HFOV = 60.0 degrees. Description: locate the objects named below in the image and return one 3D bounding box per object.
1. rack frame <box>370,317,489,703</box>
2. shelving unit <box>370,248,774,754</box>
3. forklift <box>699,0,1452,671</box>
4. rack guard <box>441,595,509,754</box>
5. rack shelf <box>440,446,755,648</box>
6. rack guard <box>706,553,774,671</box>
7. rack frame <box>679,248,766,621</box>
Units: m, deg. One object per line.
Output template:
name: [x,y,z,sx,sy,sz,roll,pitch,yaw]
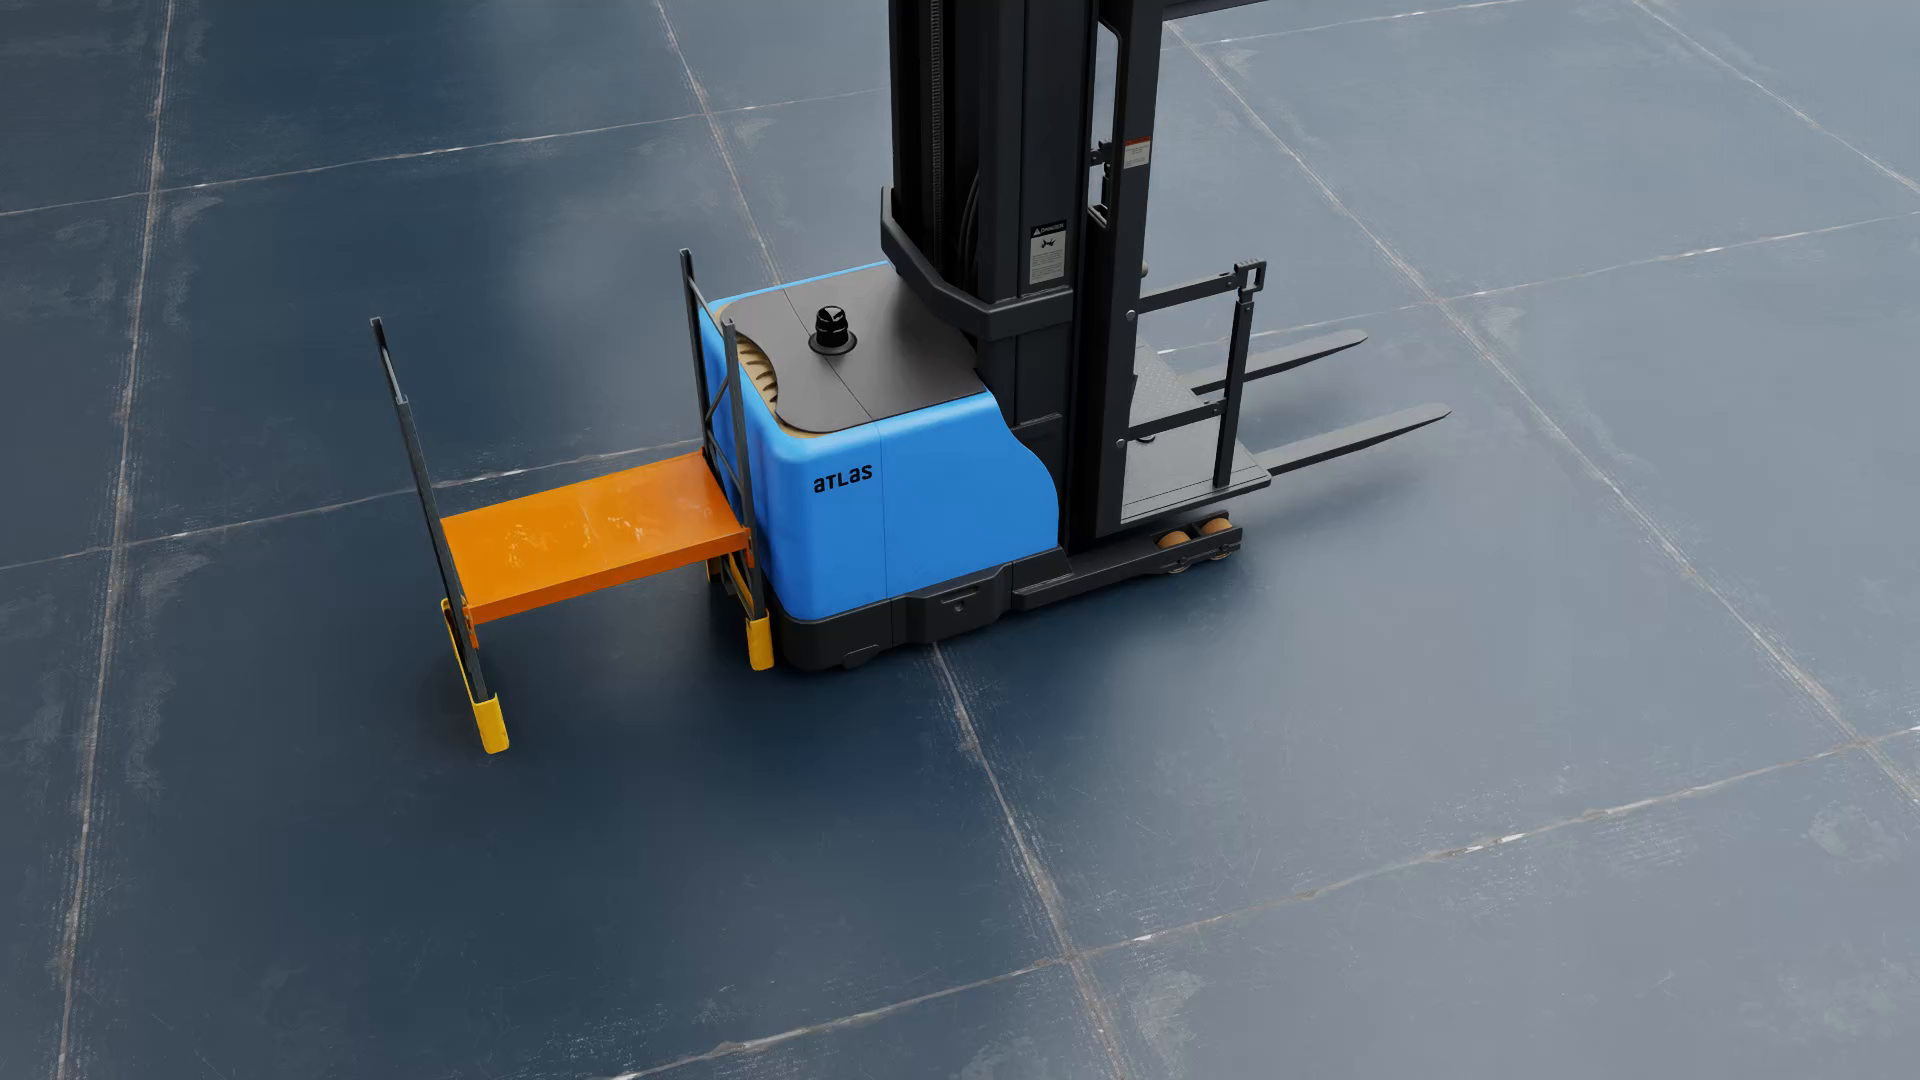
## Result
rack frame: [-1.755,0.010,5.599,0.032,1.500,0.500,-16,44,-18]
shelving unit: [-1.300,-0.125,5.753,1.083,1.500,0.587,-16,44,-18]
forklift: [0.567,-1.273,5.979,3.031,2.935,1.130,-17,44,-18]
rack guard: [-1.754,0.480,6.010,0.087,0.250,0.587,-16,44,-18]
rack shelf: [-1.291,0.008,5.874,1.000,0.185,0.538,-16,44,-18]
rack guard: [-0.845,0.211,6.318,0.087,0.250,0.587,-16,44,-18]
rack frame: [-0.828,-0.265,5.913,0.032,1.500,0.500,-16,44,-18]
